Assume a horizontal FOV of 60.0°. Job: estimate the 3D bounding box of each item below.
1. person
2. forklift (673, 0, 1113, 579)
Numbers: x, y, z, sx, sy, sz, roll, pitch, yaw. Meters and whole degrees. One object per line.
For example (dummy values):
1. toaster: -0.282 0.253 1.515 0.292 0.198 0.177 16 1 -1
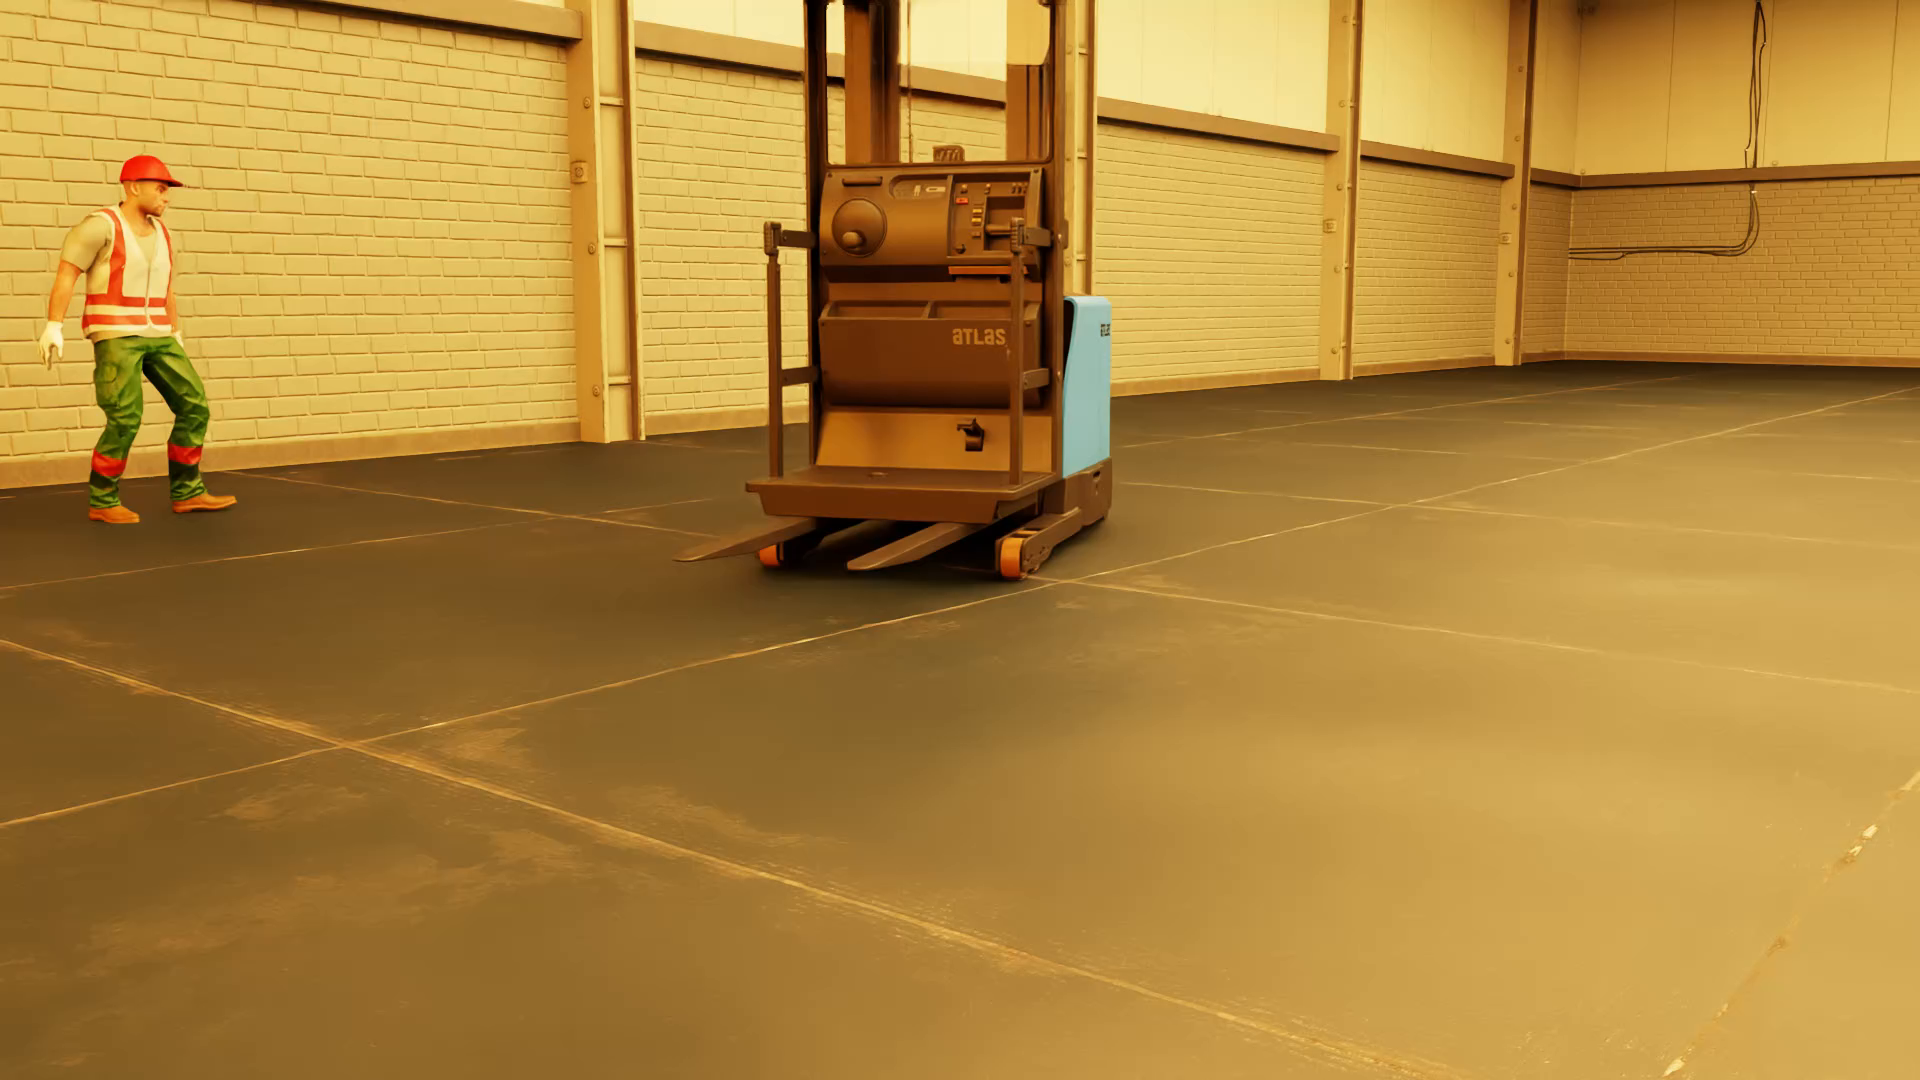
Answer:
1. person: -3.962 -0.961 8.012 0.455 1.747 0.880 4 9 23
2. forklift: -0.183 -1.362 6.593 1.130 2.935 3.031 3 9 17
